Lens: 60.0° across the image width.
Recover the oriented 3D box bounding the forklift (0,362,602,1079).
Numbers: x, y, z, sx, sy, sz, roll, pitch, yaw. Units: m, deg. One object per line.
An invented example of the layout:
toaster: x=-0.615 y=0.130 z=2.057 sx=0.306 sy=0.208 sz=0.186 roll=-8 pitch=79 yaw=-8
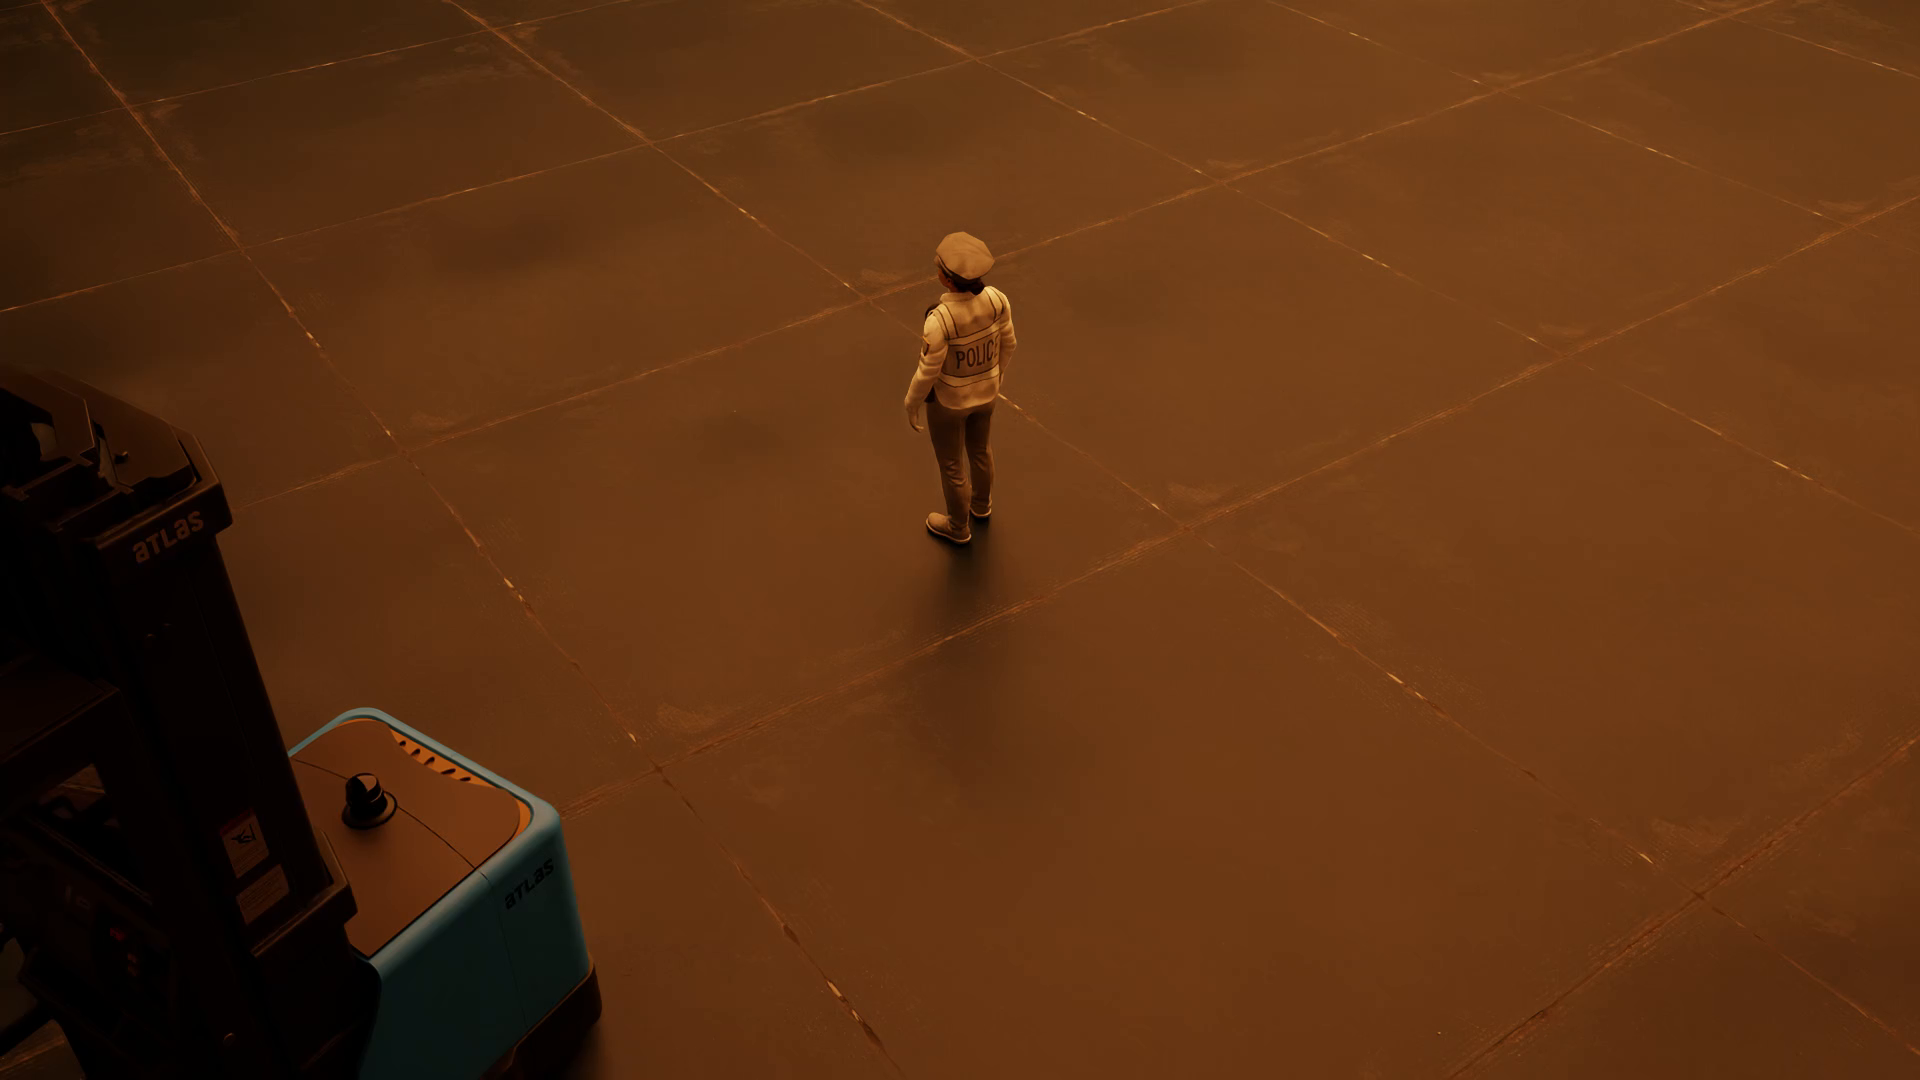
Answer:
forklift: x=-2.525 y=1.136 z=4.409 sx=1.130 sy=2.935 sz=3.031 roll=22 pitch=42 yaw=26

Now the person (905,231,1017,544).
person: x=-0.034 y=-0.722 z=7.950 sx=0.588 sy=1.695 sz=0.531 roll=-23 pitch=42 yaw=-28
